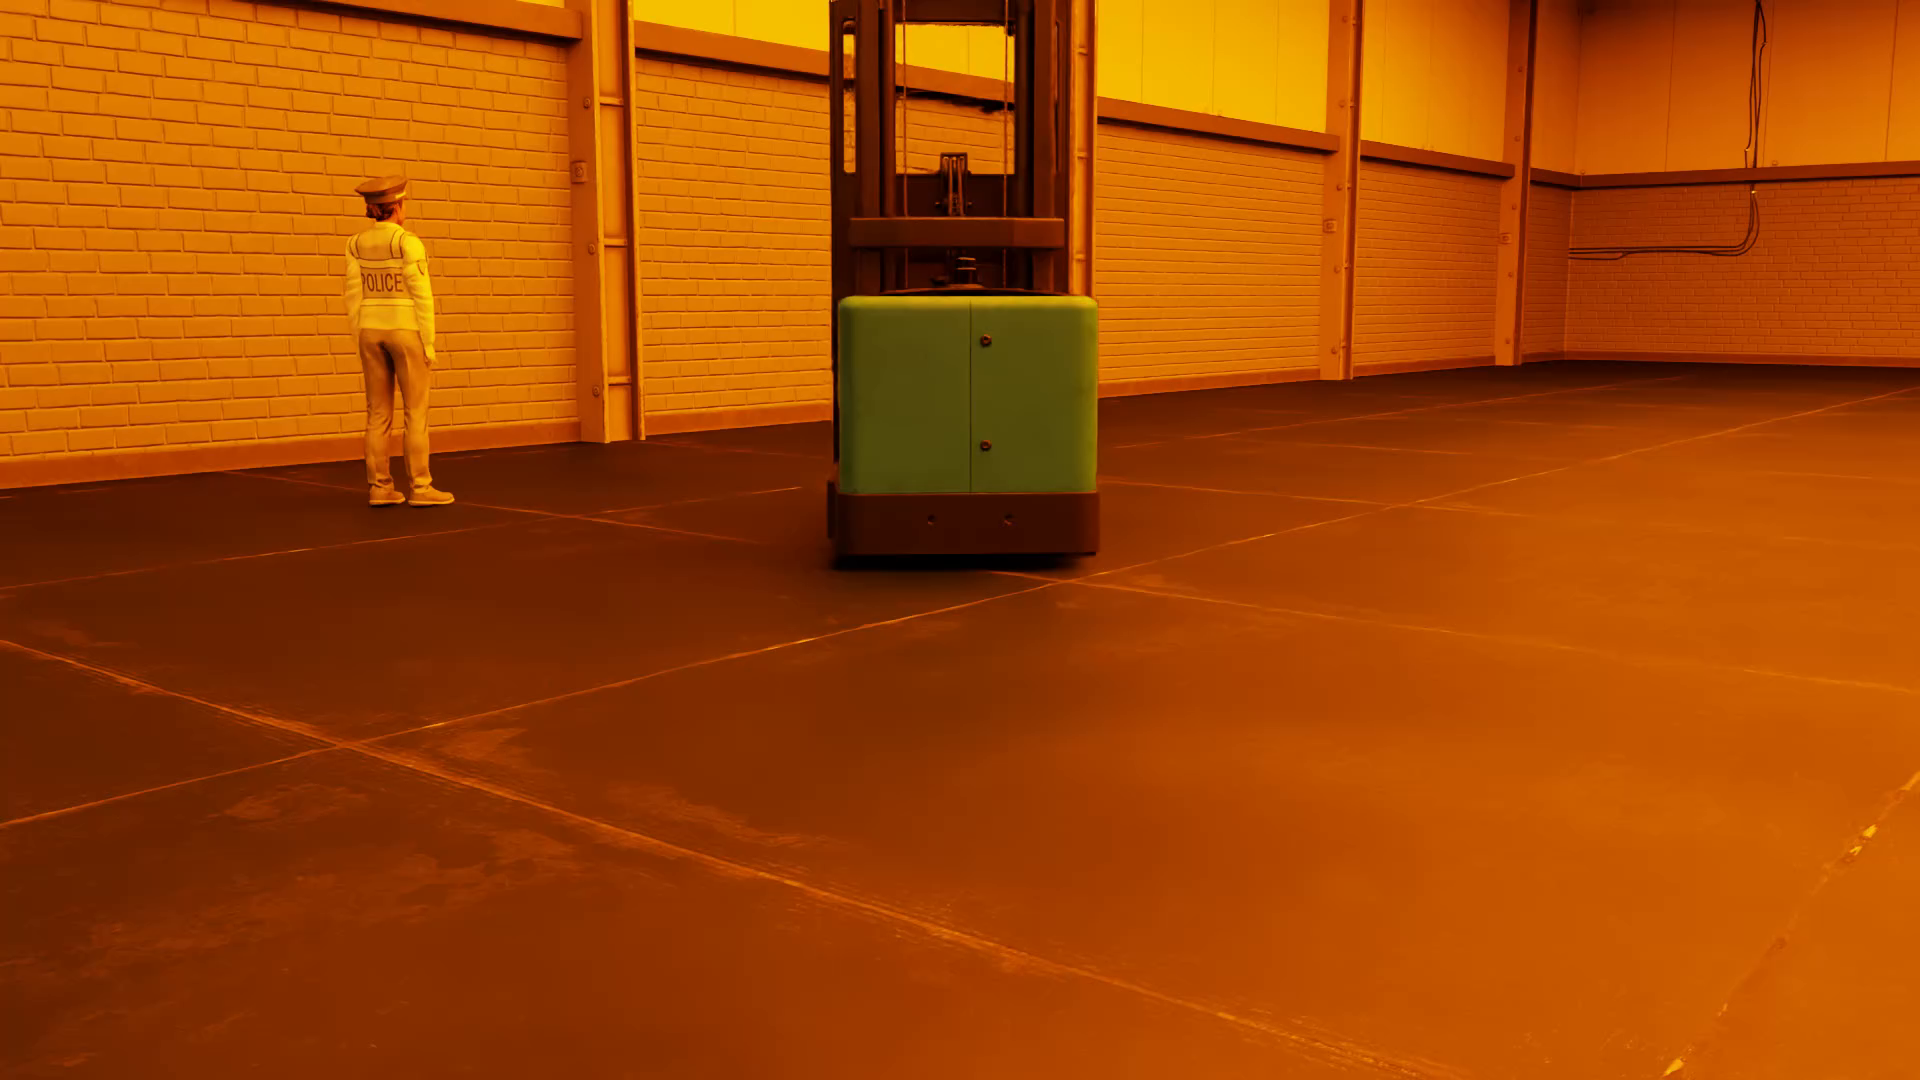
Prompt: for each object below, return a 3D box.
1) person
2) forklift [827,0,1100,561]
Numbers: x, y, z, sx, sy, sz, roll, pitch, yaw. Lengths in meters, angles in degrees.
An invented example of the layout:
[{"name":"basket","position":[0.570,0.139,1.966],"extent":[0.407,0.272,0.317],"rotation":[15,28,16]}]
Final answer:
[{"name":"person","position":[-2.895,-1.017,8.531],"extent":[0.463,1.692,0.338],"rotation":[2,9,14]},{"name":"forklift","position":[-0.063,-1.542,7.819],"extent":[1.130,2.935,3.031],"rotation":[-1,8,-4]}]
